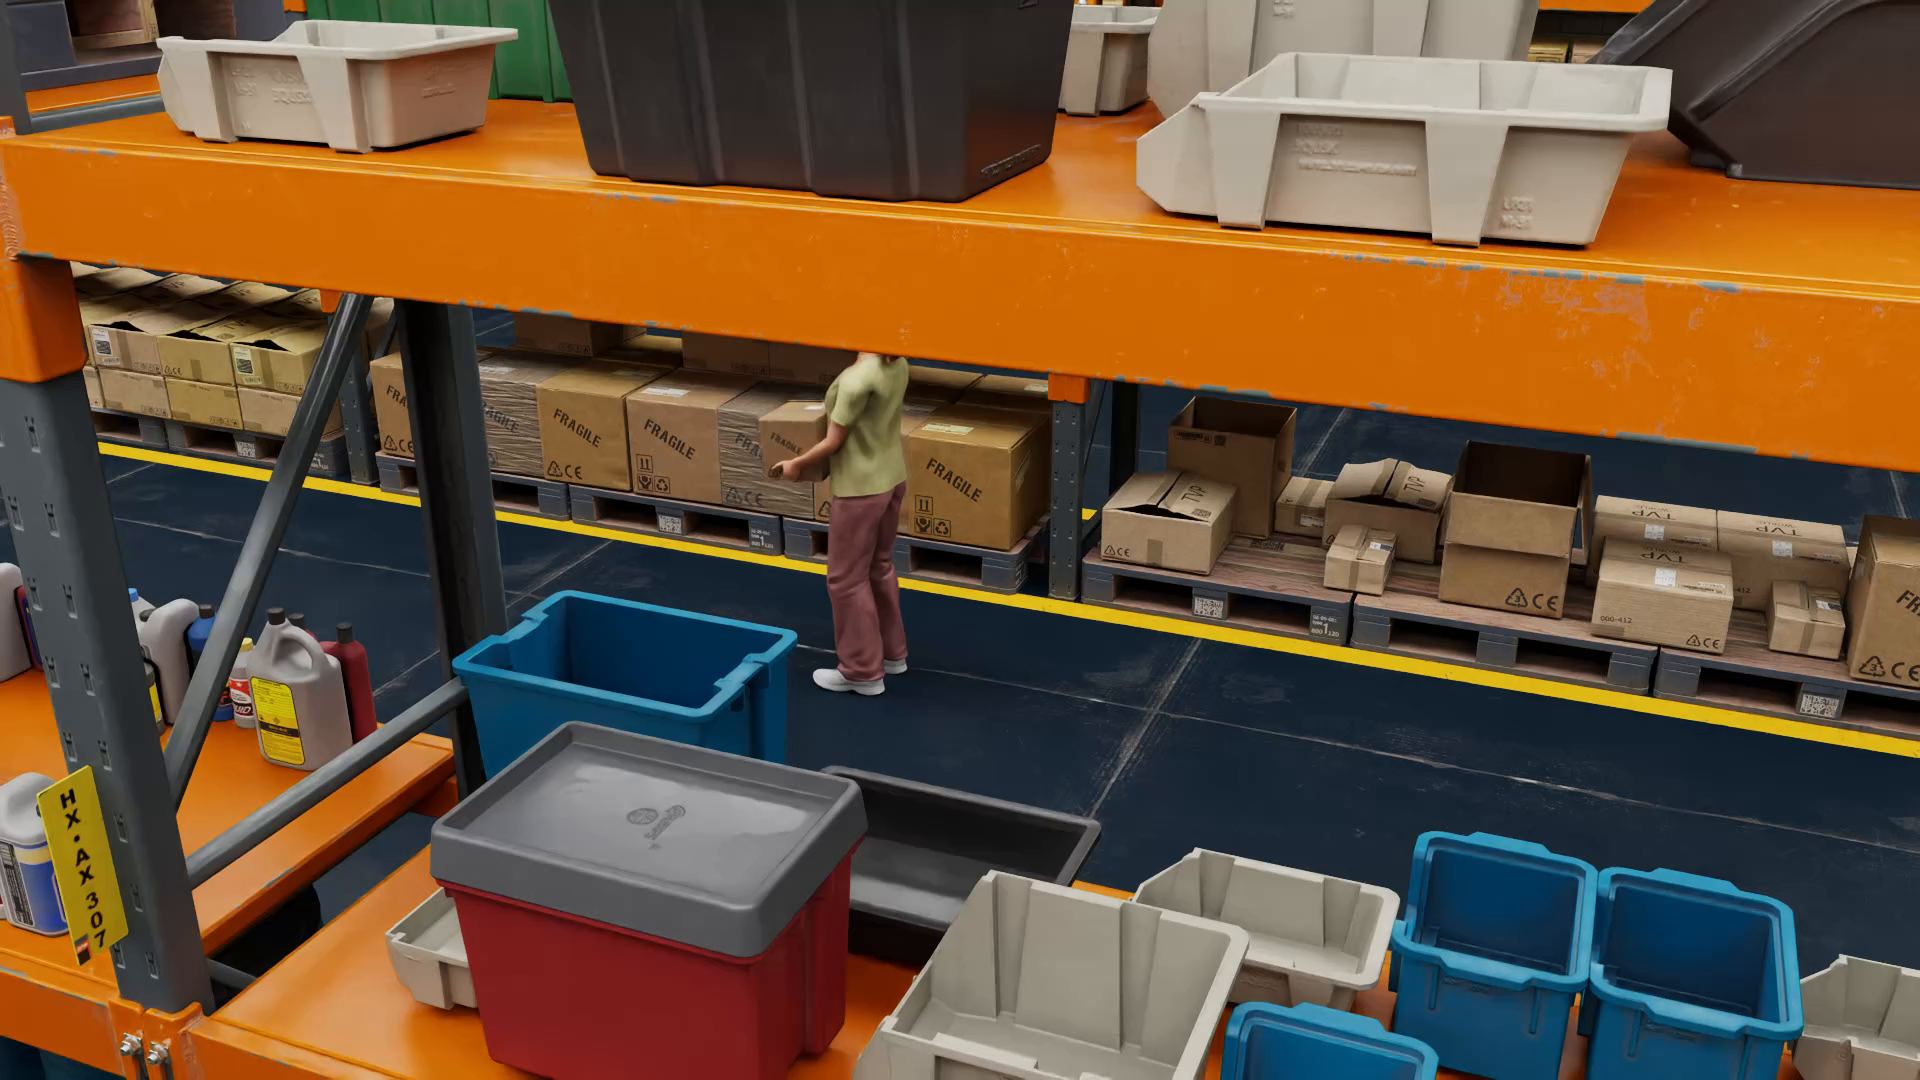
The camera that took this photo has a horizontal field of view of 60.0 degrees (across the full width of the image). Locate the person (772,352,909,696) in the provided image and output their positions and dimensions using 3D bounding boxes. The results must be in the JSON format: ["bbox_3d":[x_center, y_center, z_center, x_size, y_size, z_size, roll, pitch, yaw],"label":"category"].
[{"bbox_3d":[-0.439,-0.203,6.591,0.541,1.669,0.444,9,24,21],"label":"person"}]
